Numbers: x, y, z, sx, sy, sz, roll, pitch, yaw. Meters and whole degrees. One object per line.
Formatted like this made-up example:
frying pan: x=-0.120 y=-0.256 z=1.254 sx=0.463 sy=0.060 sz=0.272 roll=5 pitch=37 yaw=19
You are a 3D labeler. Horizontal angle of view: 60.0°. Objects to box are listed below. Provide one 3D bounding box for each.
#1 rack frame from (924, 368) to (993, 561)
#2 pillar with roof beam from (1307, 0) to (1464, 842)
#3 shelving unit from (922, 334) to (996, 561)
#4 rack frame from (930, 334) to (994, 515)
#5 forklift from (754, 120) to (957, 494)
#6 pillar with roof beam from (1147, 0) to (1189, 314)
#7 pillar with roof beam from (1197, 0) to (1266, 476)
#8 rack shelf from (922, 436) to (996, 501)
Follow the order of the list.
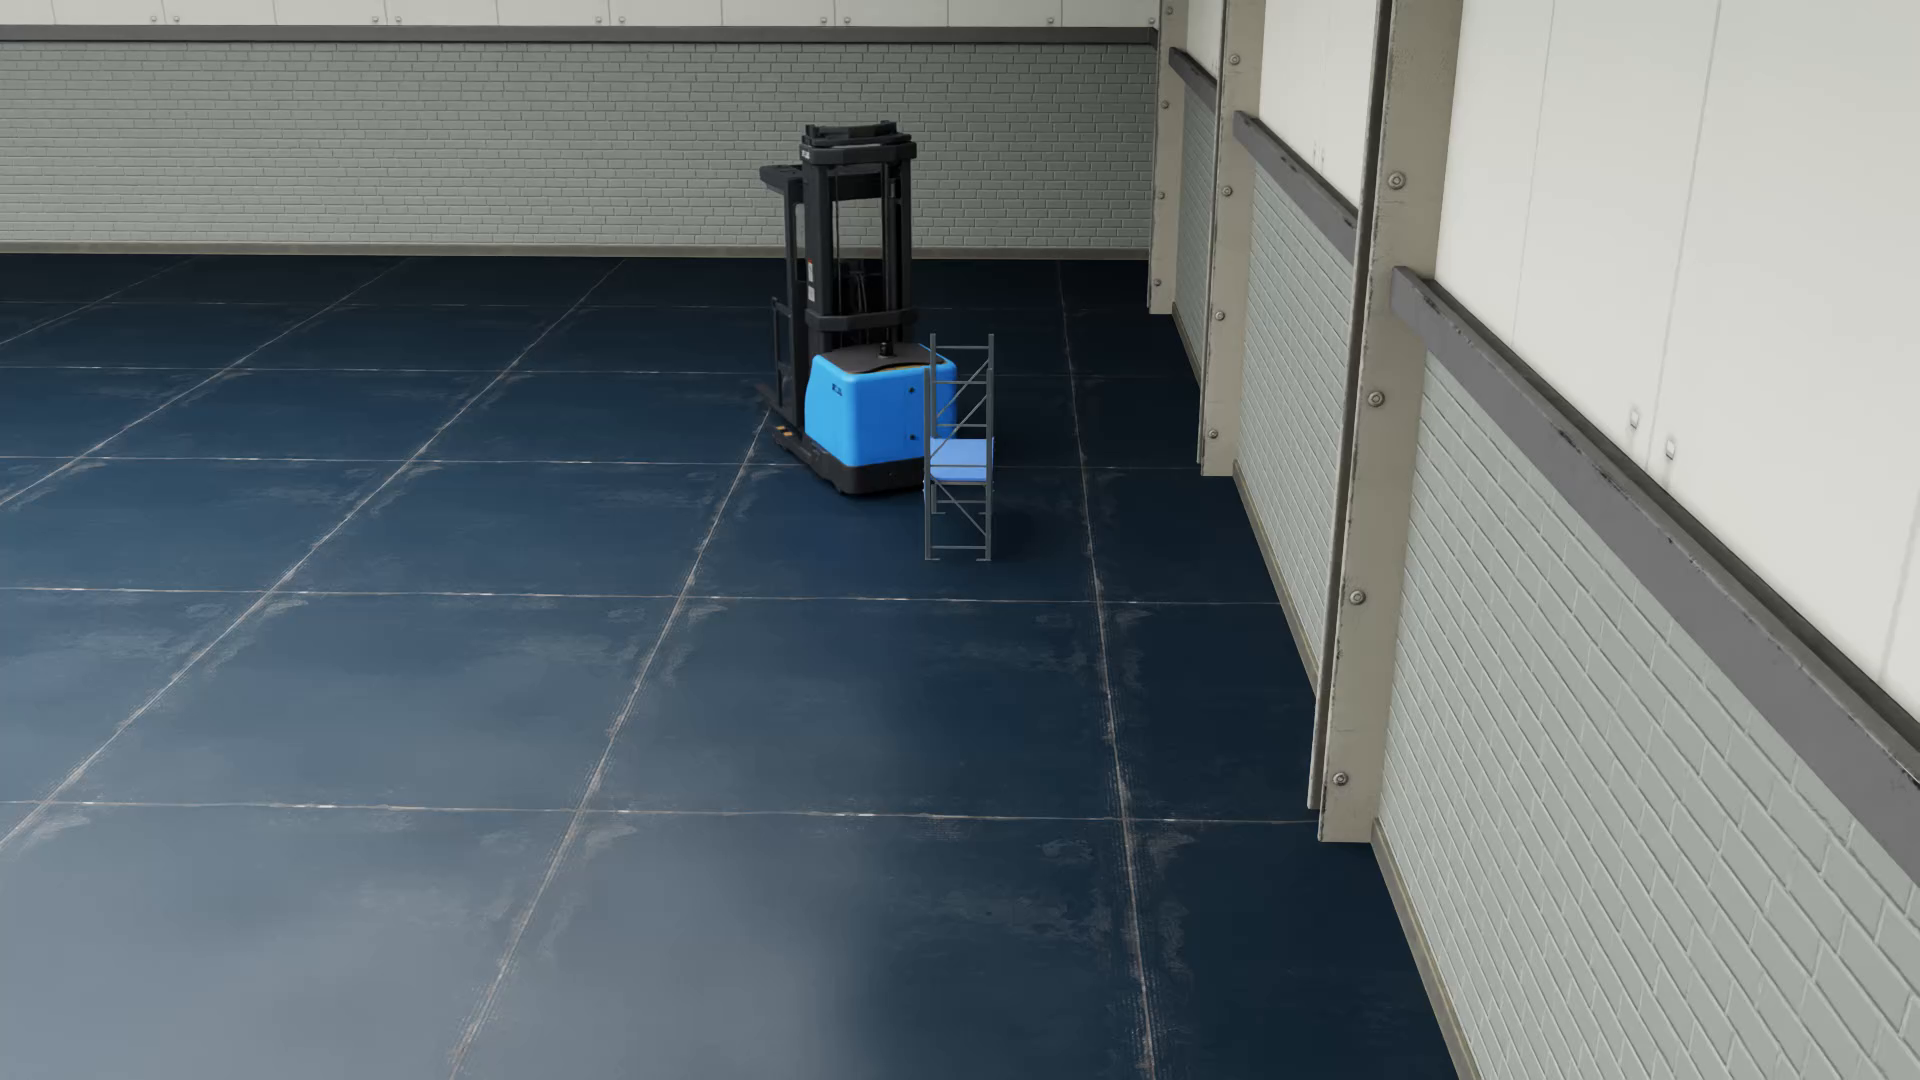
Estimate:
rack frame: x=-0.013 y=-0.546 z=12.363 sx=0.500 sy=1.500 sz=0.032 roll=1 pitch=21 yaw=2
pillar with roof beam: x=-2.225 y=-2.703 z=7.554 sx=9.100 sy=9.000 sz=0.400 roll=1 pitch=21 yaw=2
shelving unit: x=0.003 y=-0.730 z=12.837 sx=0.538 sy=1.500 sz=1.048 roll=1 pitch=21 yaw=2
rack frame: x=0.018 y=-0.914 z=13.311 sx=0.500 sy=1.500 sz=0.032 roll=1 pitch=21 yaw=2
forklift: x=-1.084 y=-2.243 z=14.759 sx=1.130 sy=2.935 sz=3.031 roll=-9 pitch=23 yaw=-23
pillar with roof beam: x=-1.860 y=-7.042 z=18.737 sx=9.100 sy=9.000 sz=0.400 roll=1 pitch=21 yaw=2
pillar with roof beam: x=-2.042 y=-4.872 z=13.146 sx=9.100 sy=9.000 sz=0.400 roll=1 pitch=21 yaw=2
rack shelf: x=0.003 y=-0.562 z=12.902 sx=0.538 sy=0.185 sz=1.000 roll=1 pitch=21 yaw=2
